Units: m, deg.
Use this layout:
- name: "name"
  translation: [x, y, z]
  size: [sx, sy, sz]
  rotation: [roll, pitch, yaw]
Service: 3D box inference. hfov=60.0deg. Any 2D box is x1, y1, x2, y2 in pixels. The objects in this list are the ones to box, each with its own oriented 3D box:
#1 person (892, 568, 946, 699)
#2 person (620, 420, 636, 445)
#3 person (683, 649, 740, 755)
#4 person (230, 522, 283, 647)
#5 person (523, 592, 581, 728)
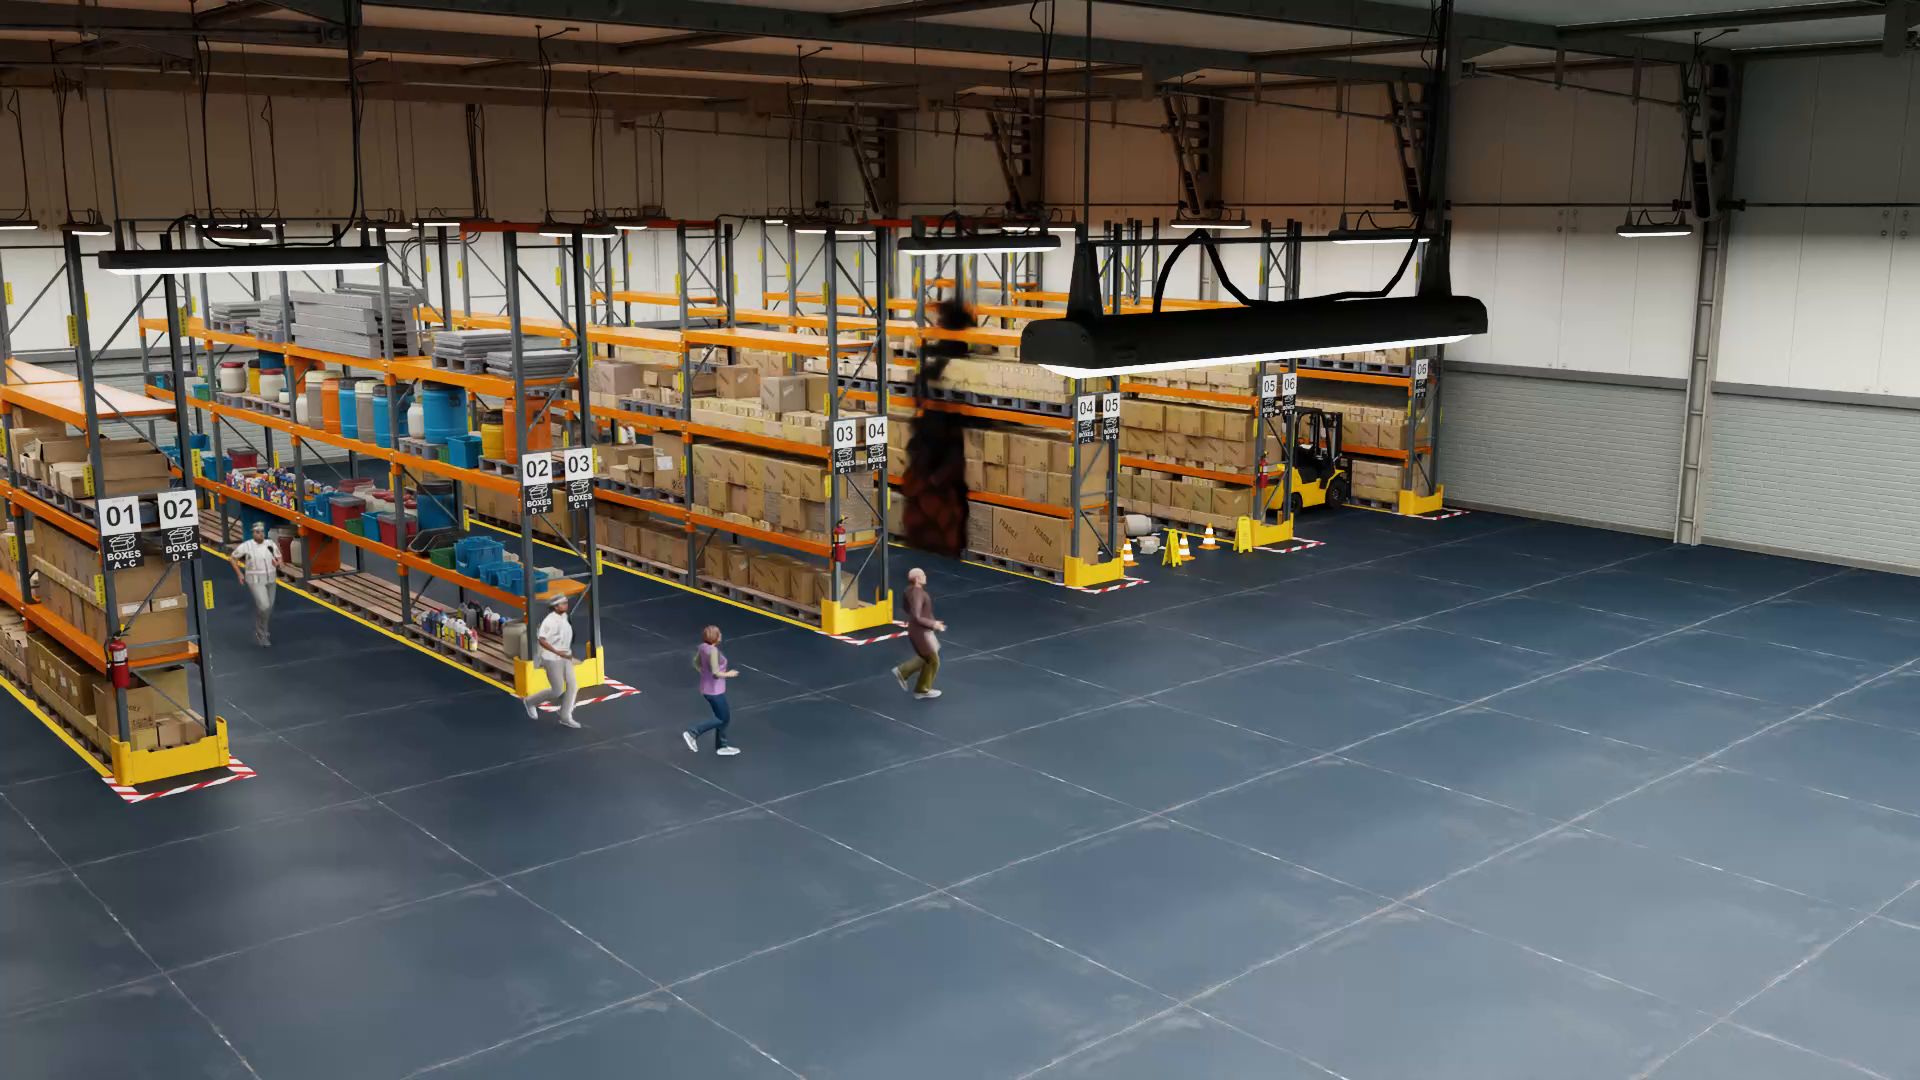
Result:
- name: "person"
  translation: [-0.542, 1.207, 21.513]
  size: [0.668, 1.724, 0.707]
  rotation: [-2, 12, -12]
- name: "person"
  translation: [-7.286, -1.796, 36.161]
  size: [0.681, 1.820, 0.982]
  rotation: [-9, 14, -37]
- name: "person"
  translation: [-2.902, 1.870, 19.244]
  size: [0.682, 1.326, 0.549]
  rotation: [-5, 13, -25]
- name: "person"
  translation: [-10.200, 0.637, 24.294]
  size: [0.768, 1.850, 0.631]
  rotation: [9, 14, 36]
- name: "person"
  translation: [-4.997, 1.457, 20.536]
  size: [0.743, 1.673, 0.611]
  rotation: [3, 12, 14]
